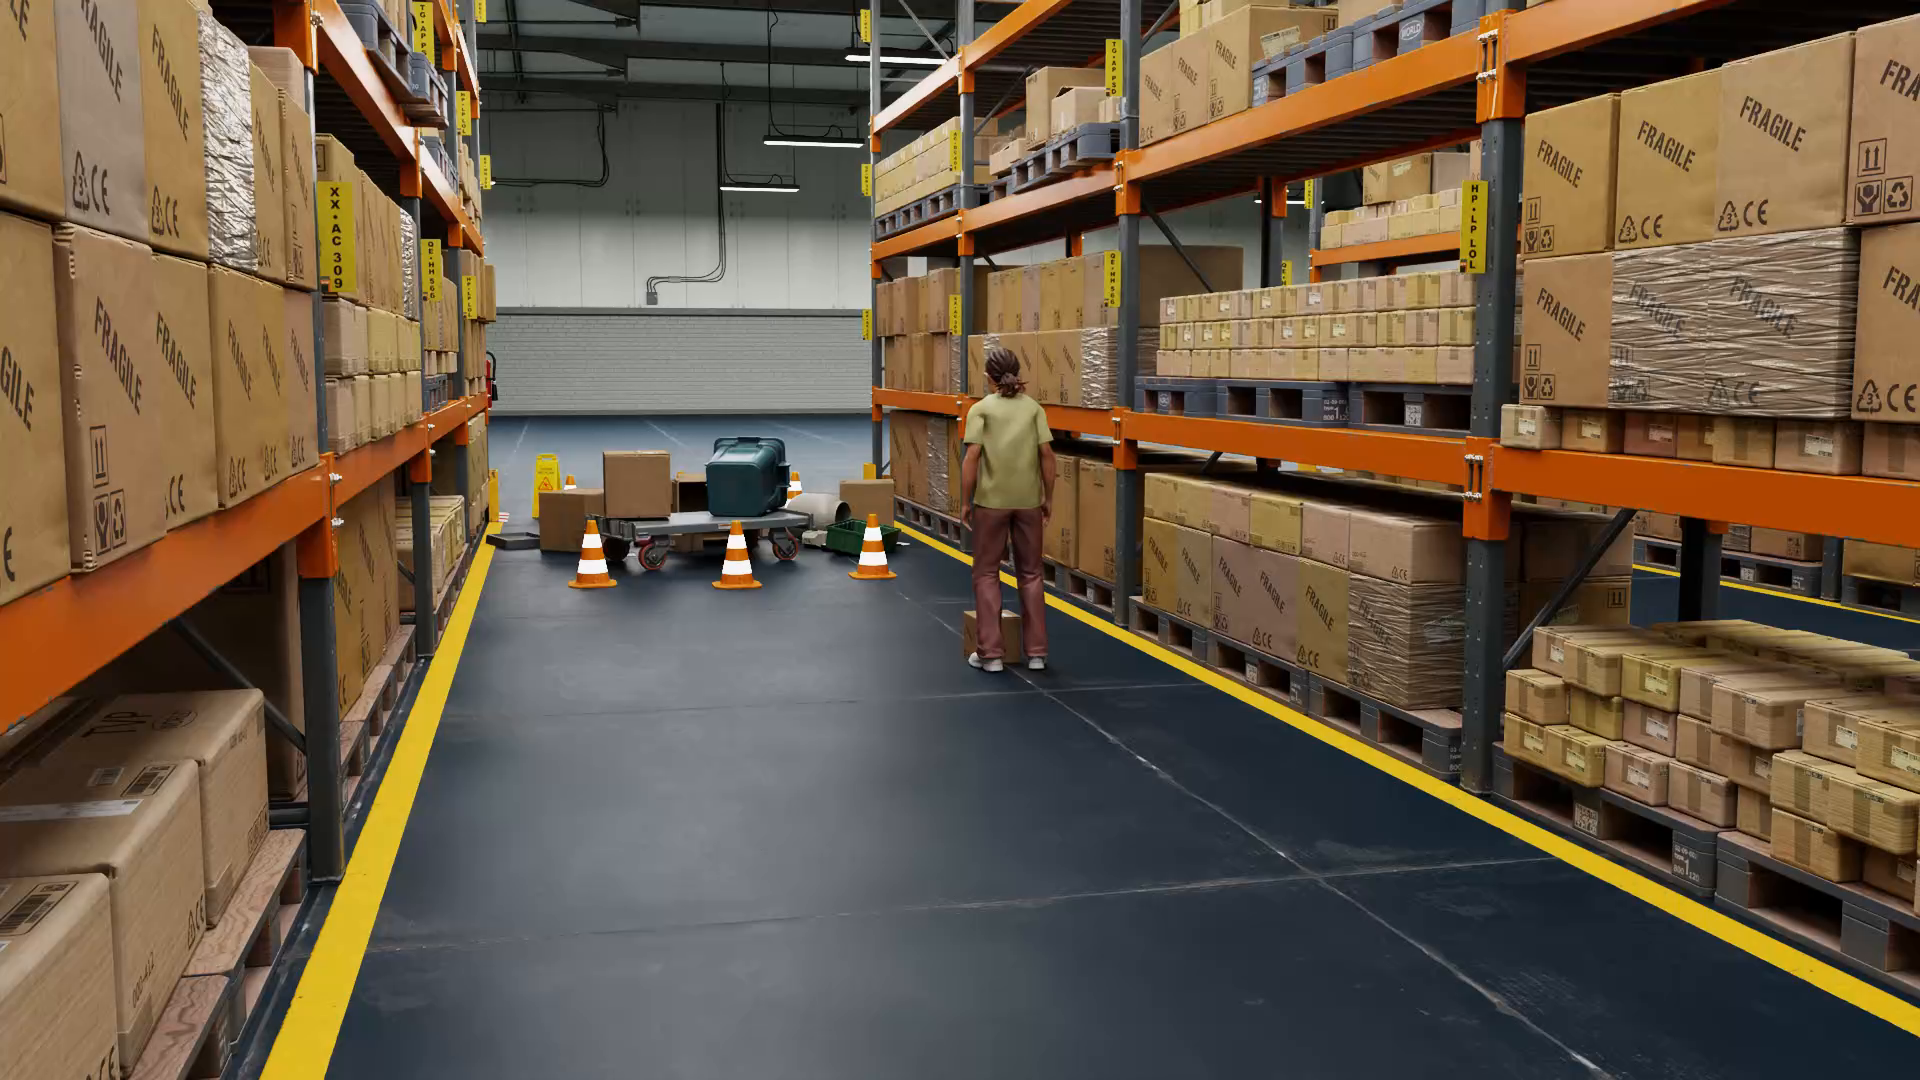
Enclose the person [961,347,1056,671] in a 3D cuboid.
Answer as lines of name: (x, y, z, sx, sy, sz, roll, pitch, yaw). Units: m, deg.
person: (0.242, -0.151, 8.626, 0.499, 1.652, 0.357, -1, 6, -13)
